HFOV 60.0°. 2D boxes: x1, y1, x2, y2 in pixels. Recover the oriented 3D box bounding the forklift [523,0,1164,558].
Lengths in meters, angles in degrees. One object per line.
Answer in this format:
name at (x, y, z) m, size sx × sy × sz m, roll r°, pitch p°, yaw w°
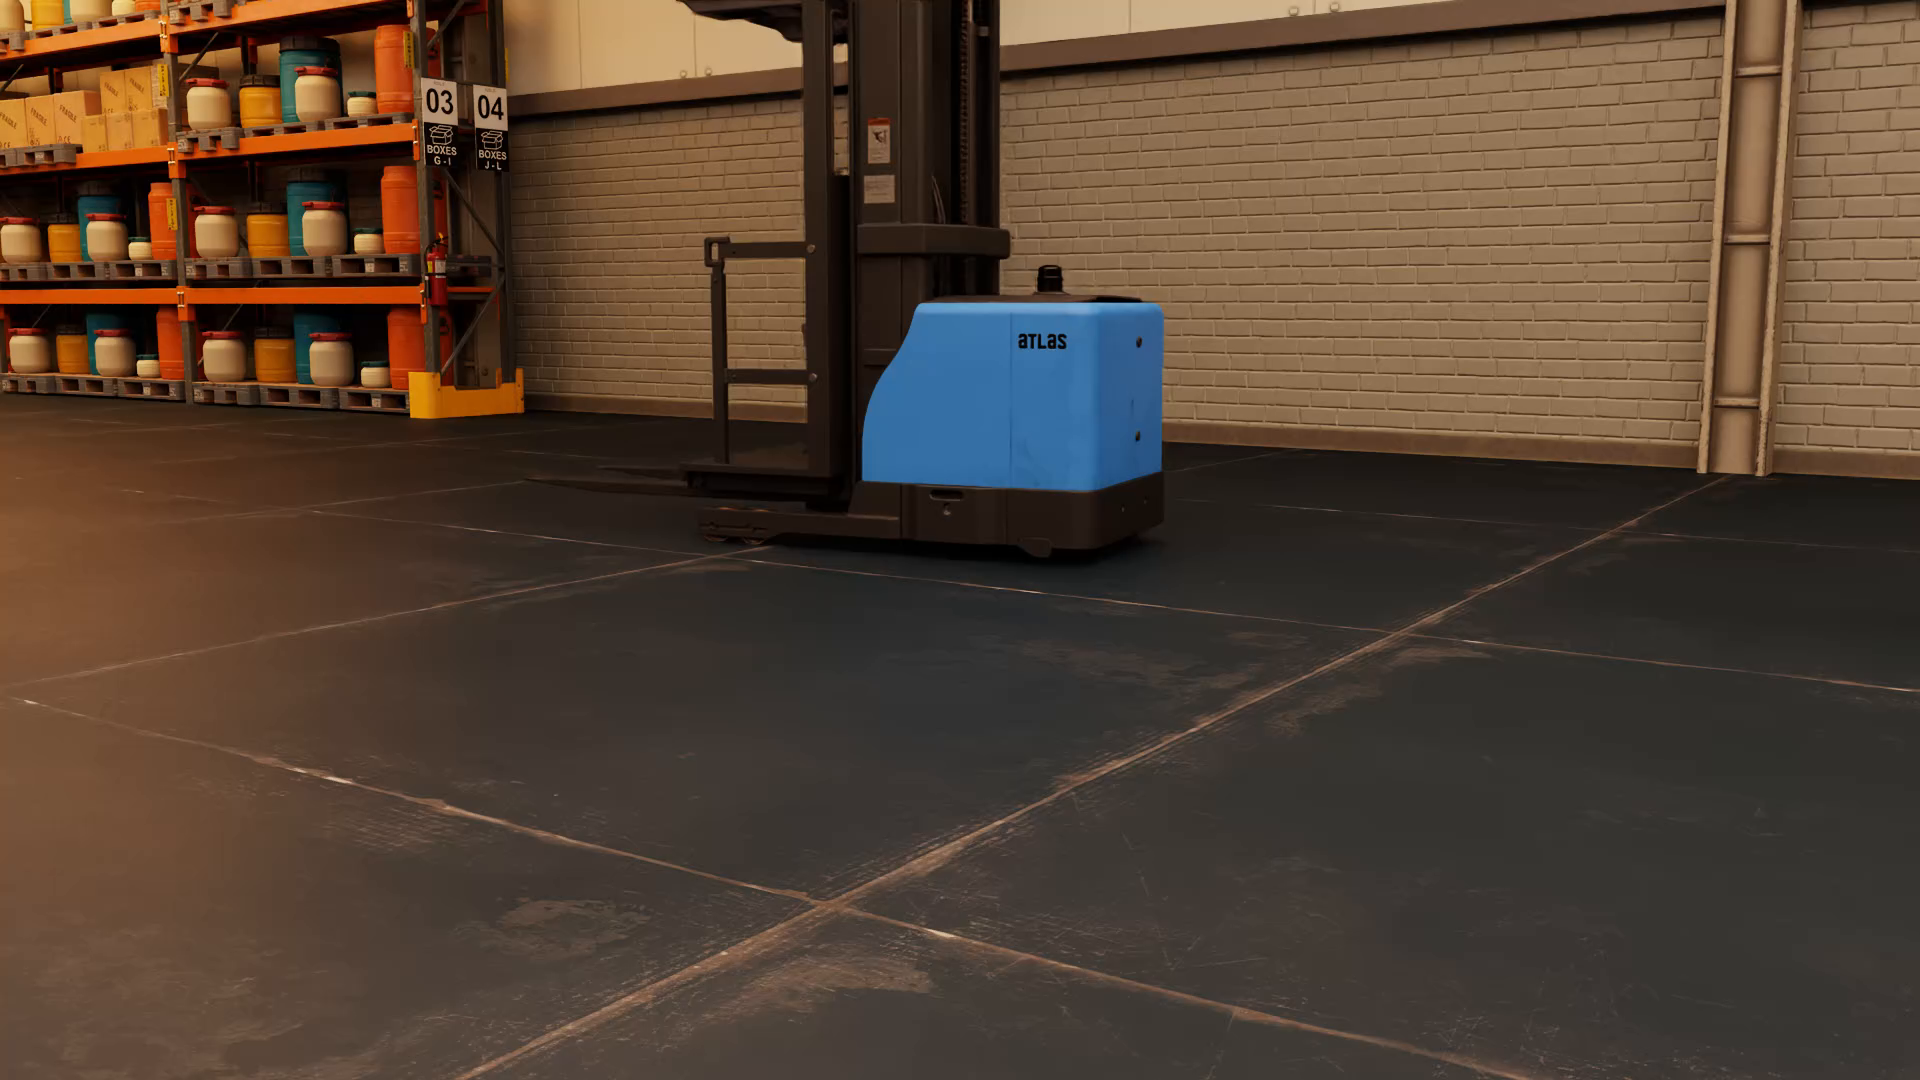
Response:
forklift at (-0.627, -1.489, 7.663) m, size 3.031 × 2.935 × 1.130 m, roll 4°, pitch 9°, yaw 24°
